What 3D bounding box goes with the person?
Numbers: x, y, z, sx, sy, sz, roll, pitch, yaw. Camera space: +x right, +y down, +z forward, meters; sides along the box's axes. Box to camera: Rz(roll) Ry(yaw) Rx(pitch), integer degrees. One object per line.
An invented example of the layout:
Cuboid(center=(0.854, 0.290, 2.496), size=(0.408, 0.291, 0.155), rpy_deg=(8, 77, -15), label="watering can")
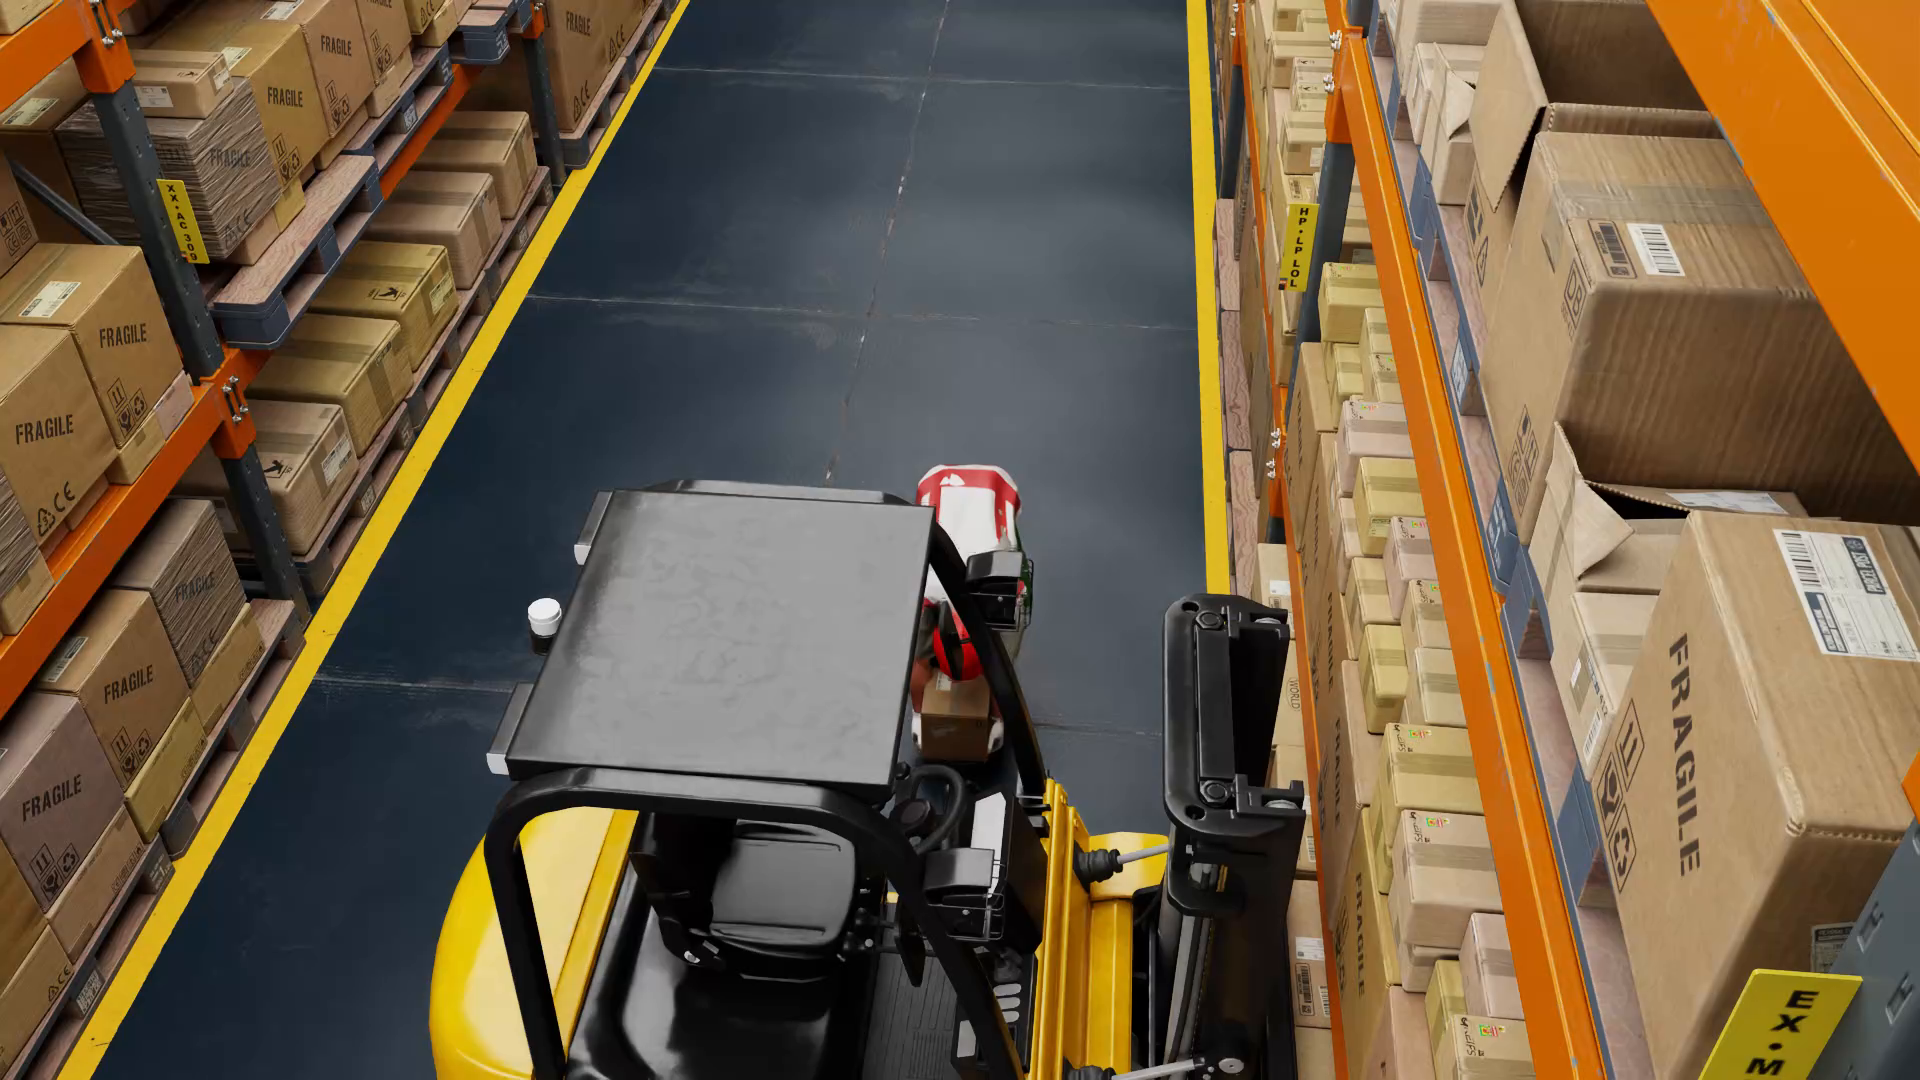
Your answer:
Cuboid(center=(0.021, 0.313, 6.354), size=(0.510, 1.024, 0.955), rpy_deg=(1, 40, 2), label="person")
